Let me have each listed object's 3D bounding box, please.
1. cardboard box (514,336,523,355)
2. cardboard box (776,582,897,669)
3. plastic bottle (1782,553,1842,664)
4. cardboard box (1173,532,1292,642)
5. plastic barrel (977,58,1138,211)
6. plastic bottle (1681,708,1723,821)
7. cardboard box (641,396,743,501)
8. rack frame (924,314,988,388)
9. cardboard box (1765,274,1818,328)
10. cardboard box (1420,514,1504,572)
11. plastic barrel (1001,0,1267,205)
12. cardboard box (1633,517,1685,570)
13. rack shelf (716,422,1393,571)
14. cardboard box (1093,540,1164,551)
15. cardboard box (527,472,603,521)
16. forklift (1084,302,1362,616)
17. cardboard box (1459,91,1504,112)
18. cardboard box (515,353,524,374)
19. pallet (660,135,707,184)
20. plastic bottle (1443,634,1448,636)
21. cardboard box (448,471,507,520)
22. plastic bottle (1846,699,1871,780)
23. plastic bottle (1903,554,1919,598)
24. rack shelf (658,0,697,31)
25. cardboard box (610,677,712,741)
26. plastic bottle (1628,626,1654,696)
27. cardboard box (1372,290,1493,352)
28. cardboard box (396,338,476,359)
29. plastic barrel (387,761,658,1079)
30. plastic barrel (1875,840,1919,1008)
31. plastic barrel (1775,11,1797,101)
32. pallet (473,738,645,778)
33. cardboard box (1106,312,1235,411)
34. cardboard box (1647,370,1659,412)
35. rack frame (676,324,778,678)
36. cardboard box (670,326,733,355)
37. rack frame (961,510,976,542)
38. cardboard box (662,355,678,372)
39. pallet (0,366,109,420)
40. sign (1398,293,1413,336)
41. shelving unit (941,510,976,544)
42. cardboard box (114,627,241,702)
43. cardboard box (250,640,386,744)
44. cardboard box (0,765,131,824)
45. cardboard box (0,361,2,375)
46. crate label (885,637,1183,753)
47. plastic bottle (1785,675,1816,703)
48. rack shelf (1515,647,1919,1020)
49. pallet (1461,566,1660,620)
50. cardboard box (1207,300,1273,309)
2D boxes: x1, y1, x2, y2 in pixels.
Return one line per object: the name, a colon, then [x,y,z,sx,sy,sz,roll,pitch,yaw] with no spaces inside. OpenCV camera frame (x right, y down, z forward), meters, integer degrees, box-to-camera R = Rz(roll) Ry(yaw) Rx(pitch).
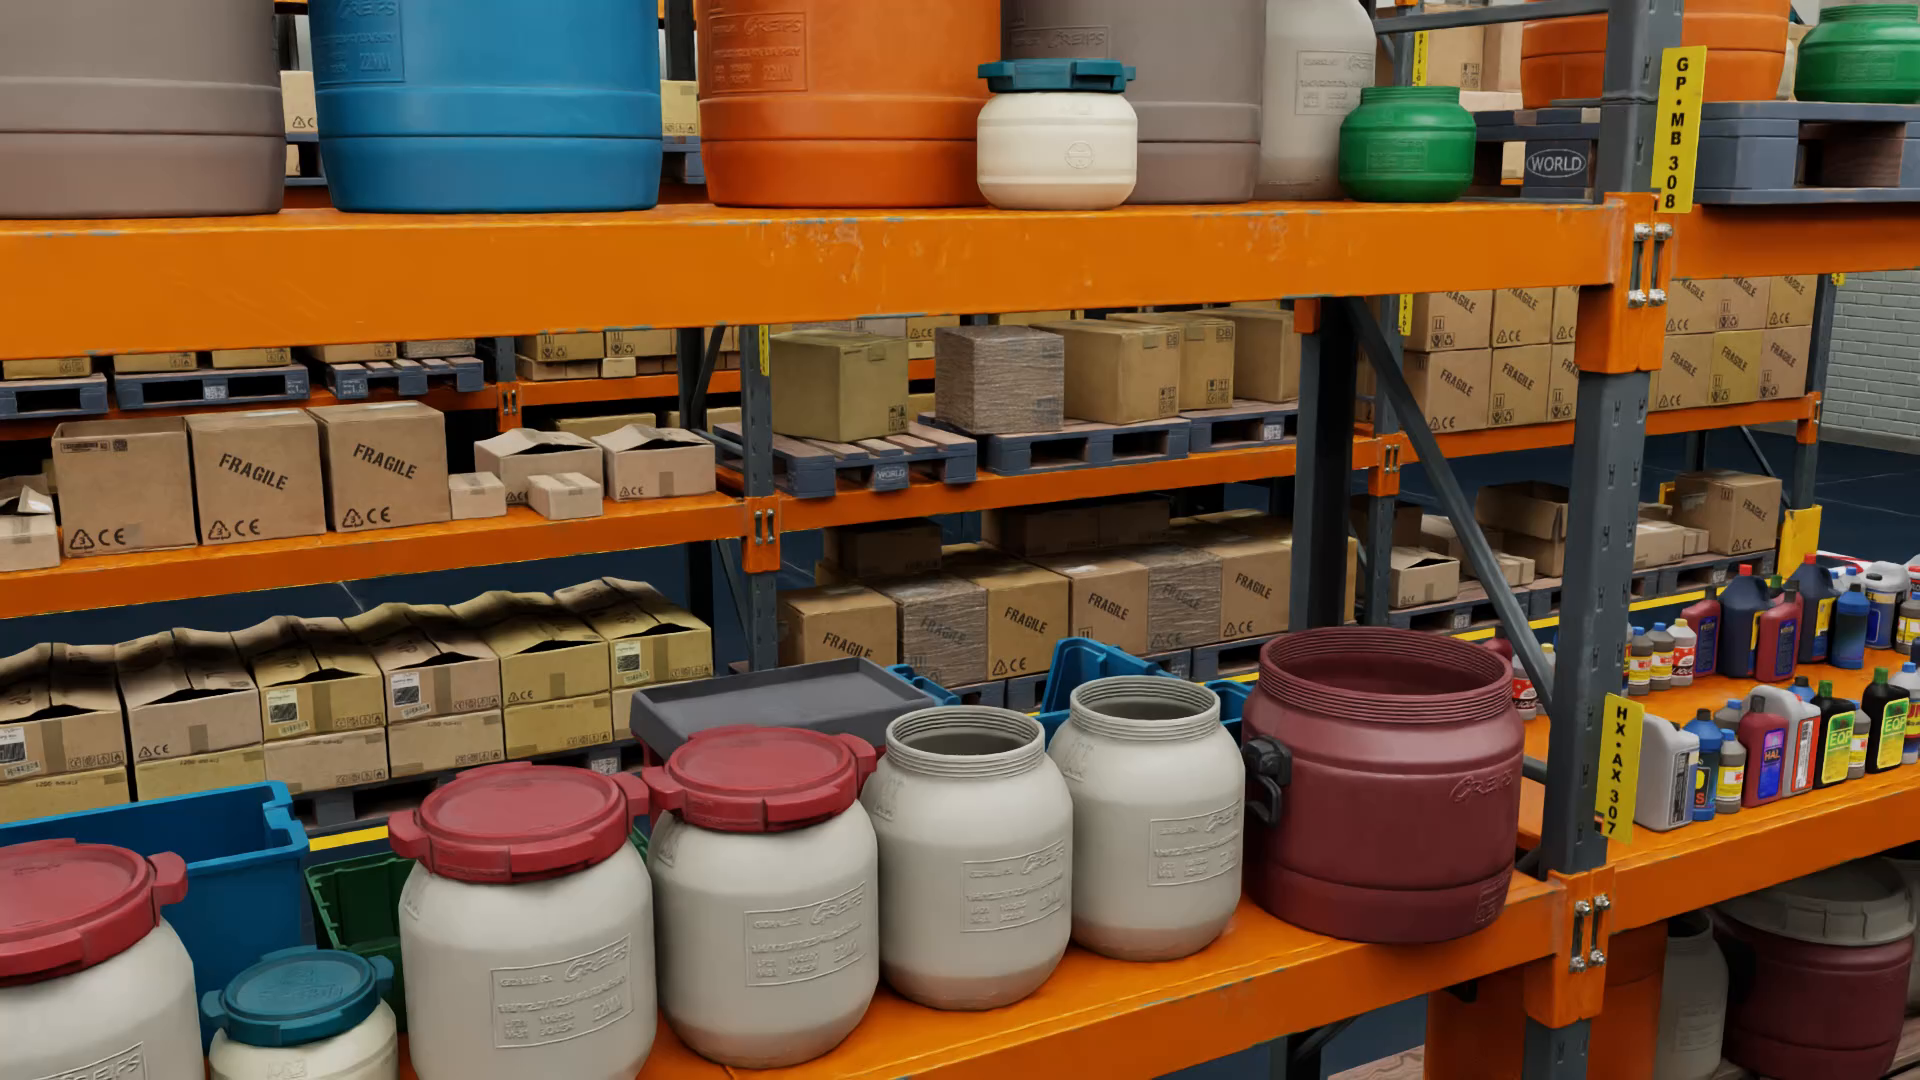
cardboard box: [-3.278,-1.735,13.034,0.500,0.500,0.500,-7,14,-28]
cardboard box: [-0.653,0.536,8.587,0.500,0.500,0.500,-6,14,-25]
plastic bottle: [2.774,0.216,5.431,0.185,0.351,0.144,-7,14,-28]
cardboard box: [1.588,0.265,9.789,0.500,0.500,0.500,-7,14,-28]
plastic barrel: [0.177,-0.738,3.041,0.301,0.262,0.301,0,13,0]
plastic bottle: [1.831,0.551,4.120,0.097,0.271,0.097,0,13,0]
cardboard box: [-2.086,-0.730,13.459,0.750,0.750,0.750,-7,14,-28]
rack frame: [-0.055,-1.851,14.503,0.127,3.000,1.000,-7,14,-28]
cardboard box: [5.574,-1.755,11.569,0.500,0.500,0.500,-7,14,-28]
cardboard box: [3.344,0.007,11.370,0.500,0.311,0.500,-7,14,-28]
plastic barrel: [0.356,-1.185,3.567,0.600,0.901,0.600,0,13,0]
cardboard box: [4.625,0.008,11.503,0.500,0.250,0.500,-7,14,-28]
rack shelf: [0.566,-0.336,9.407,4.000,0.370,1.077,-7,14,-28]
cardboard box: [0.875,0.221,9.986,0.500,0.500,0.500,-7,14,-27]
cardboard box: [-1.846,-0.206,7.764,0.250,0.149,0.380,-7,14,-28]
forklift: [1.616,-1.051,11.102,1.130,2.935,3.031,-12,17,-42]
cardboard box: [2.868,-2.534,9.910,0.500,0.250,0.500,-7,14,-28]
cardboard box: [-3.403,-1.401,13.030,0.250,0.149,0.380,-7,14,-27]
pallet: [-1.742,-1.759,7.691,1.003,0.211,1.213,-6,14,-25]
plastic bottle: [1.332,0.411,4.717,0.133,0.283,0.061,-7,14,-28]
cardboard box: [-2.281,-0.209,7.776,0.250,0.149,0.380,-6,14,-24]
plastic bottle: [2.354,0.523,4.406,0.097,0.201,0.097,0,13,0]
plastic bottle: [3.290,0.191,5.710,0.135,0.276,0.152,-7,14,-28]
rack shelf: [-1.810,-4.022,13.032,4.000,0.370,1.077,-7,14,-28]
cardboard box: [-1.534,0.763,8.194,0.500,0.250,0.500,-6,14,-27]
plastic bottle: [2.071,0.367,5.100,0.097,0.201,0.097,0,13,0]
cardboard box: [2.870,-1.429,10.122,0.500,0.500,0.500,-6,14,-26]
cardboard box: [-3.974,-1.642,12.346,0.500,0.500,0.700,-9,15,-34]
plastic barrel: [-0.741,0.698,2.867,0.433,0.535,0.433,0,13,0]
plastic barrel: [3.046,1.237,5.488,0.421,0.512,0.421,0,13,0]
plastic barrel: [2.052,-1.263,4.416,0.301,0.262,0.301,0,13,0]
pallet: [-1.930,0.963,8.348,1.213,0.211,1.003,-7,14,-28]
cardboard box: [1.226,-1.059,9.800,0.500,0.500,0.700,-4,13,-19]
cardboard box: [4.233,-1.107,10.970,0.500,0.500,0.500,-7,14,-29]
rack frame: [-1.189,-0.476,8.393,0.127,3.000,1.000,-7,14,-28]
cardboard box: [-2.117,-1.741,13.063,0.500,0.500,0.500,-7,14,-28]
rack frame: [0.068,-0.593,13.013,0.006,1.200,0.240,-7,14,-28]
cardboard box: [-2.281,-1.423,13.128,0.250,0.149,0.380,-6,14,-27]
pallet: [-6.336,-0.968,11.017,1.213,0.211,1.003,-7,14,-28]
sign: [2.591,-1.355,9.662,0.005,0.325,0.100,-7,14,-28]
shelving unit: [-0.013,-0.584,12.971,0.189,1.200,0.258,-7,14,-28]
cardboard box: [-3.589,0.602,7.632,0.500,0.311,0.500,-7,14,-28]
cardboard box: [-2.869,0.650,7.417,0.500,0.311,0.500,-6,14,-26]
cardboard box: [-3.778,1.033,6.993,0.500,0.250,0.500,-6,14,-26]
cardboard box: [-6.614,-1.320,10.913,0.500,0.500,0.700,-7,14,-28]
crate label: [0.179,0.514,3.913,0.616,0.435,0.502,-7,14,-28]
plastic bottle: [2.208,0.491,4.388,0.097,0.271,0.097,0,13,0]
rack shelf: [2.936,0.619,5.164,4.000,0.370,1.077,-7,14,-28]
pallet: [3.997,0.262,11.464,1.213,0.211,1.003,-7,14,-28]
cardboard box: [2.380,-2.284,15.743,0.700,0.700,0.980,-7,14,-28]
